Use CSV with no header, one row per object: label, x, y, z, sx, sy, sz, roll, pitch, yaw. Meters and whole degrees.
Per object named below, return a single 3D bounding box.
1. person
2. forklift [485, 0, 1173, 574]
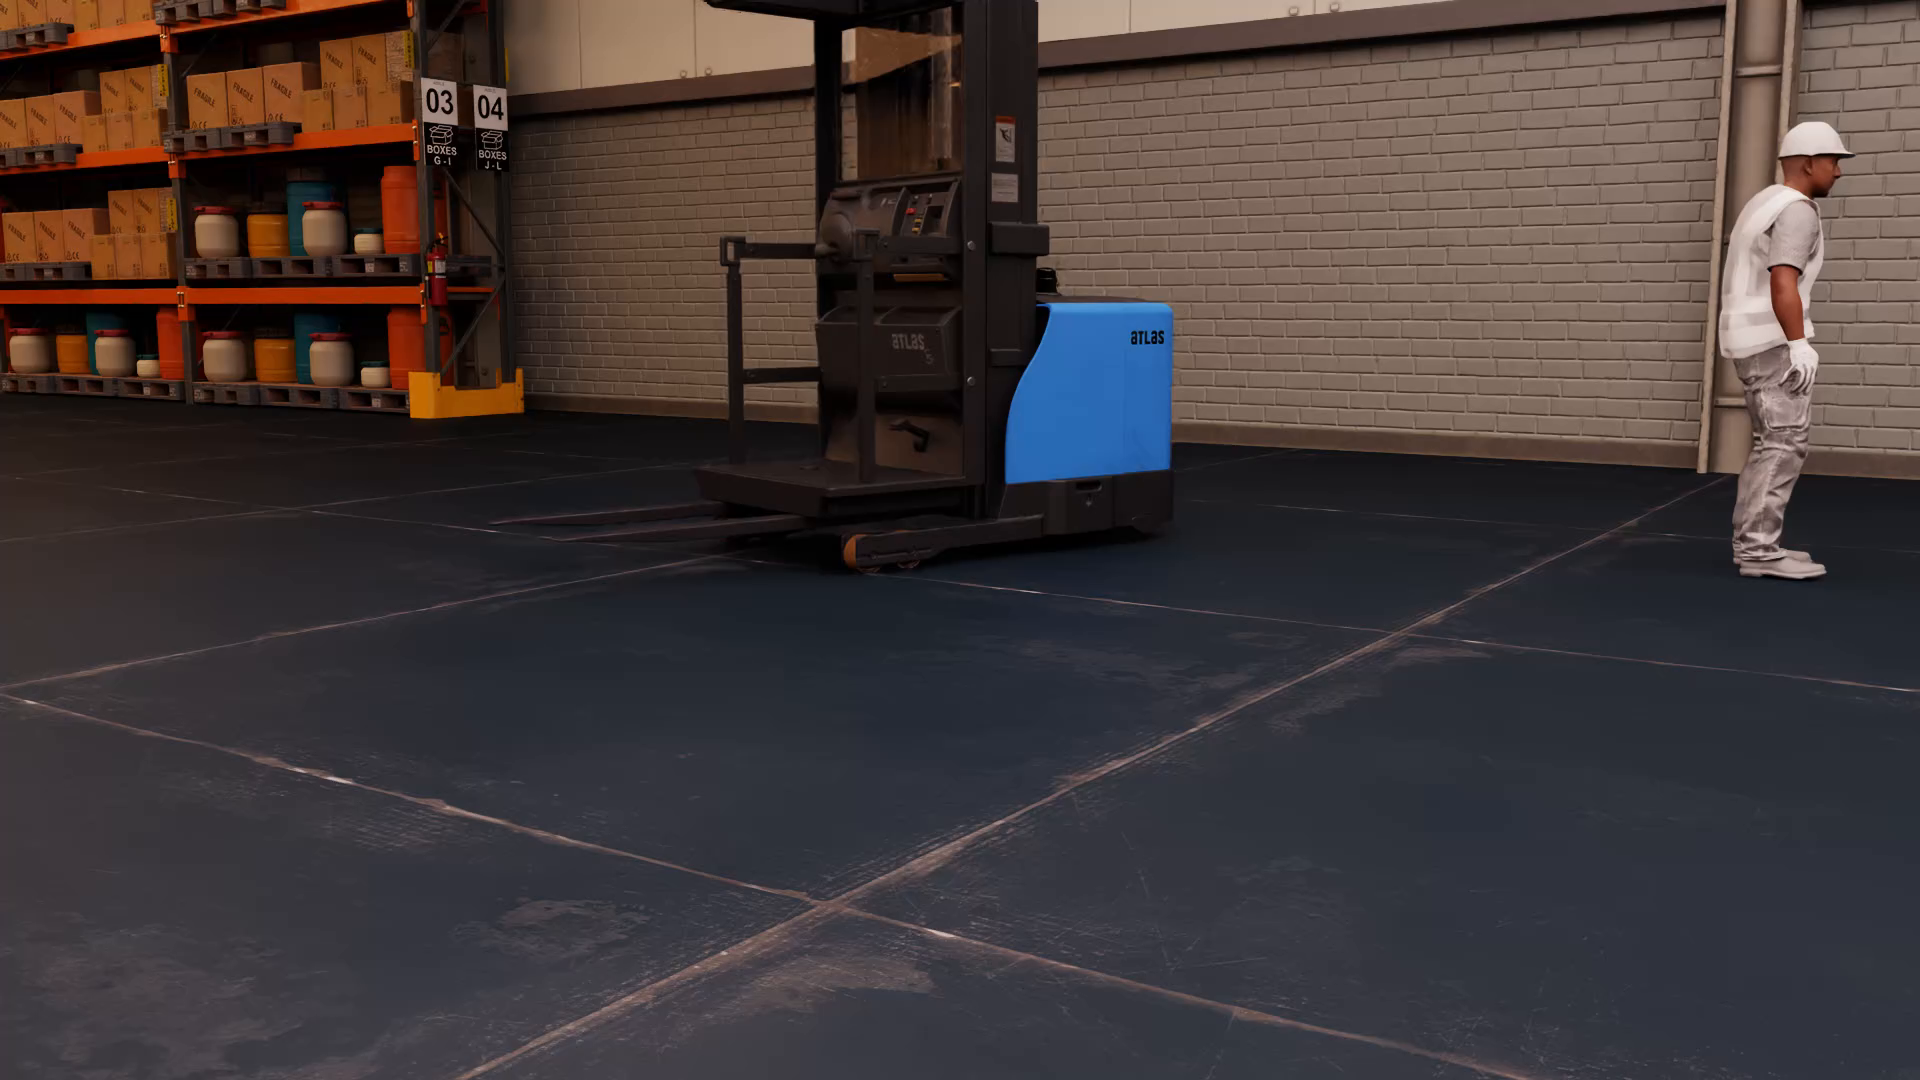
person,3.261,-0.752,6.605,0.442,1.773,0.618,2,8,15
forklift,-0.475,-1.397,7.017,3.031,2.935,1.130,-6,10,-38
